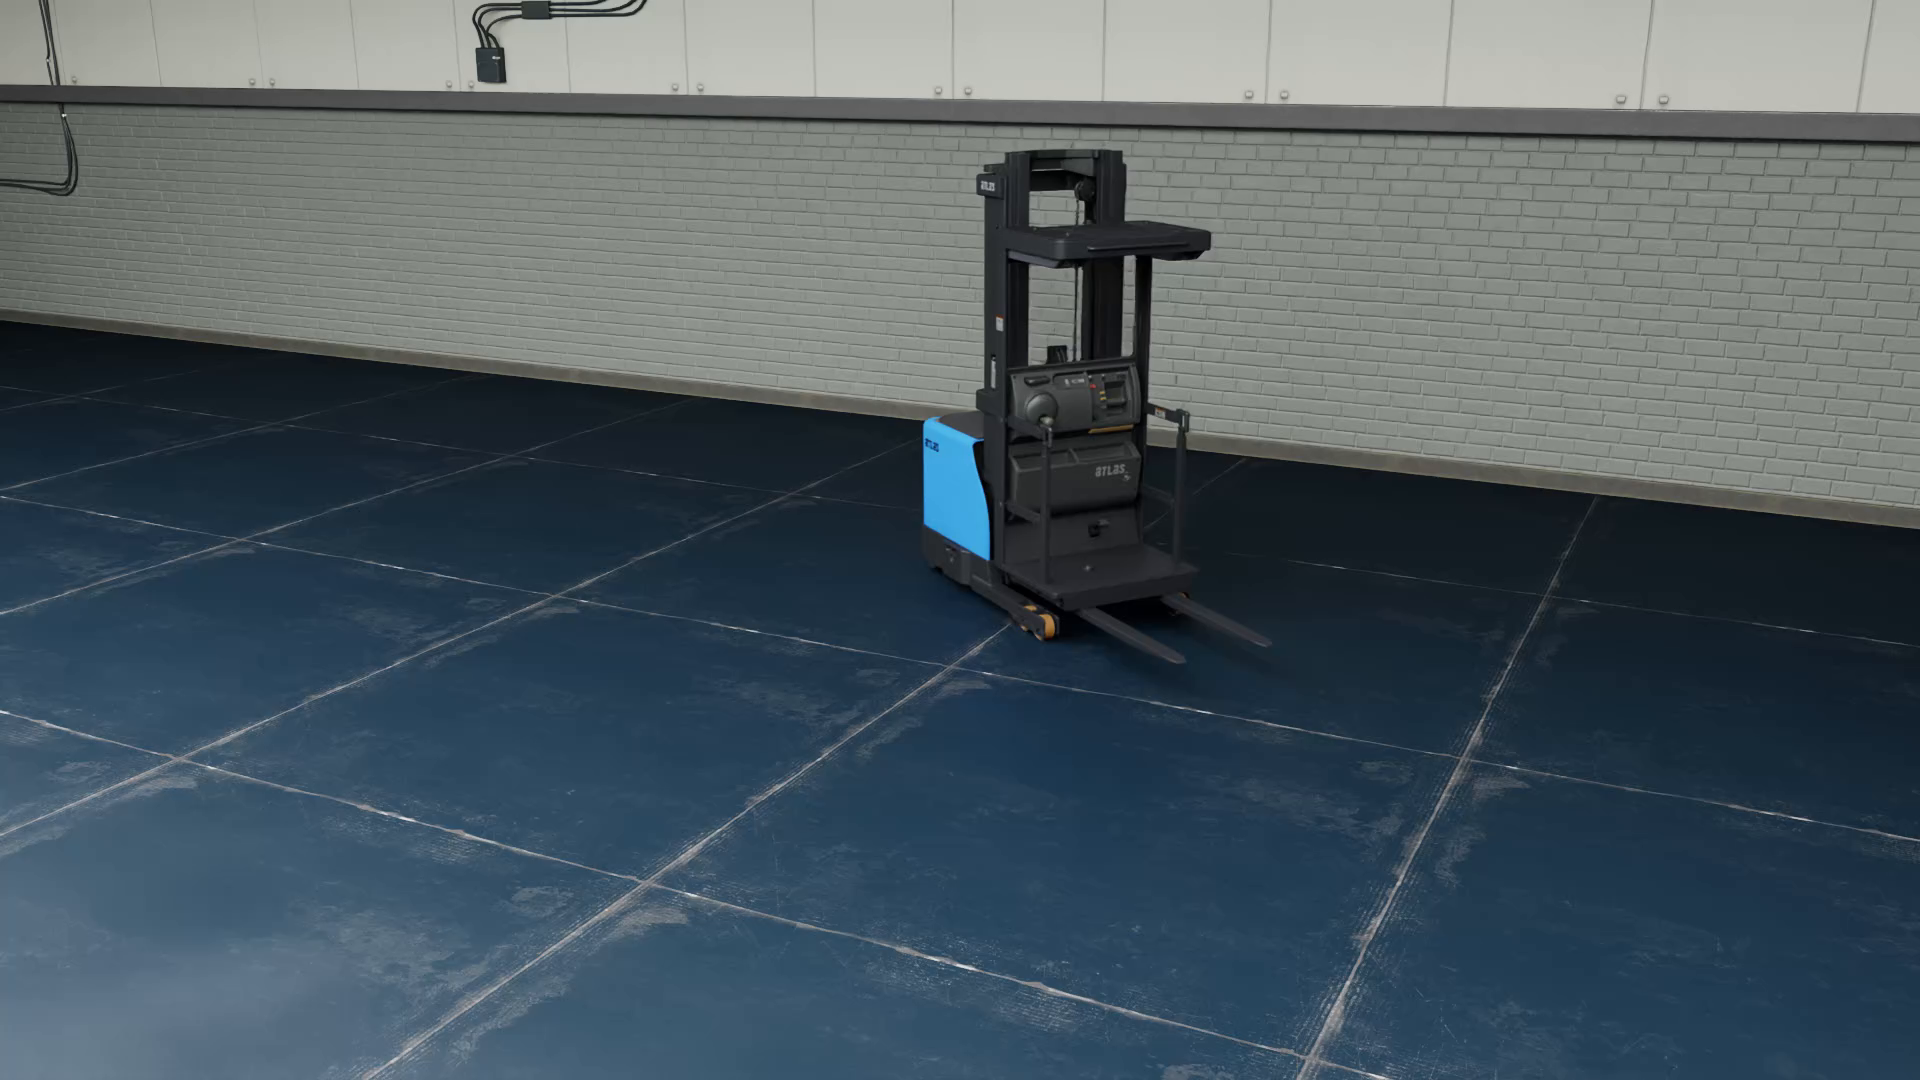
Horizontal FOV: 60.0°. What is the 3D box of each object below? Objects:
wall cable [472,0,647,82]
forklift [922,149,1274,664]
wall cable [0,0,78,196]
[{"bbox_3d":[-4.120,-7.649,16.500,2.305,6.003,0.169,8,18,25],"label":"wall cable"},{"bbox_3d":[0.845,-0.921,10.479,1.130,2.935,3.031,-8,18,-26],"label":"forklift"},{"bbox_3d":[-12.606,-5.742,21.506,3.097,2.526,0.112,8,18,25],"label":"wall cable"}]
